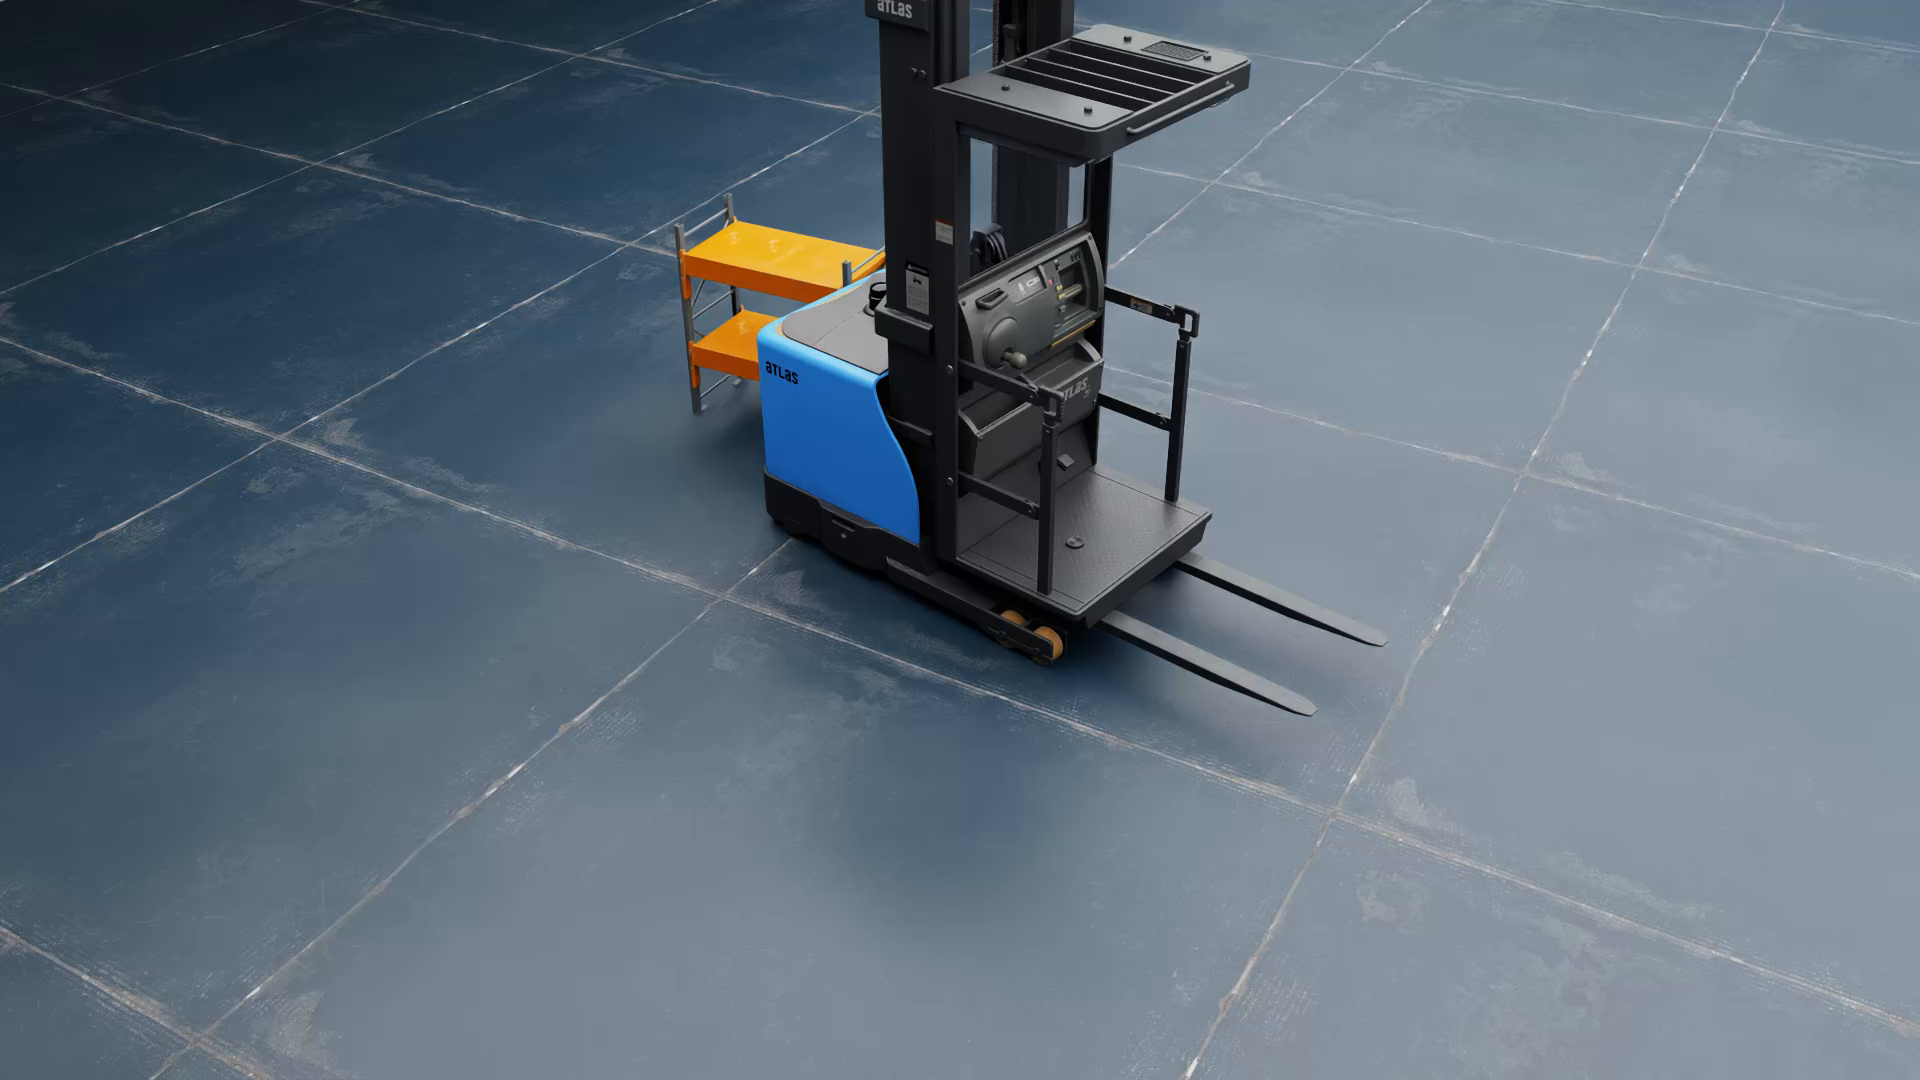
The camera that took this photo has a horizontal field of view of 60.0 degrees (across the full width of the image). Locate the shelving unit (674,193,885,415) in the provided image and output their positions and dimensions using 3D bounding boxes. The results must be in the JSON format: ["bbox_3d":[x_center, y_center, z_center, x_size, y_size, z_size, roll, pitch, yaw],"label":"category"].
[{"bbox_3d":[-0.916,-1.165,8.985,1.048,1.125,0.538,16,37,22],"label":"shelving unit"}]

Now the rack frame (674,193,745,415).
[{"bbox_3d":[-1.368,-1.294,9.178,0.032,1.125,0.500,16,37,22],"label":"rack frame"}]

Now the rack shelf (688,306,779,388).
[{"bbox_3d":[-0.916,-0.962,9.121,1.000,0.278,0.538,16,37,22],"label":"rack shelf"}]

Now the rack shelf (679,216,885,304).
[{"bbox_3d":[-0.916,-1.409,8.823,1.000,0.278,0.538,16,37,22],"label":"rack shelf"}]

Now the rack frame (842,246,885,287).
[{"bbox_3d":[-0.463,-1.037,8.792,0.032,1.125,0.500,16,37,22],"label":"rack frame"}]

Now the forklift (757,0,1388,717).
[{"bbox_3d":[0.481,-0.997,7.103,3.031,2.935,1.130,25,41,32],"label":"forklift"}]
